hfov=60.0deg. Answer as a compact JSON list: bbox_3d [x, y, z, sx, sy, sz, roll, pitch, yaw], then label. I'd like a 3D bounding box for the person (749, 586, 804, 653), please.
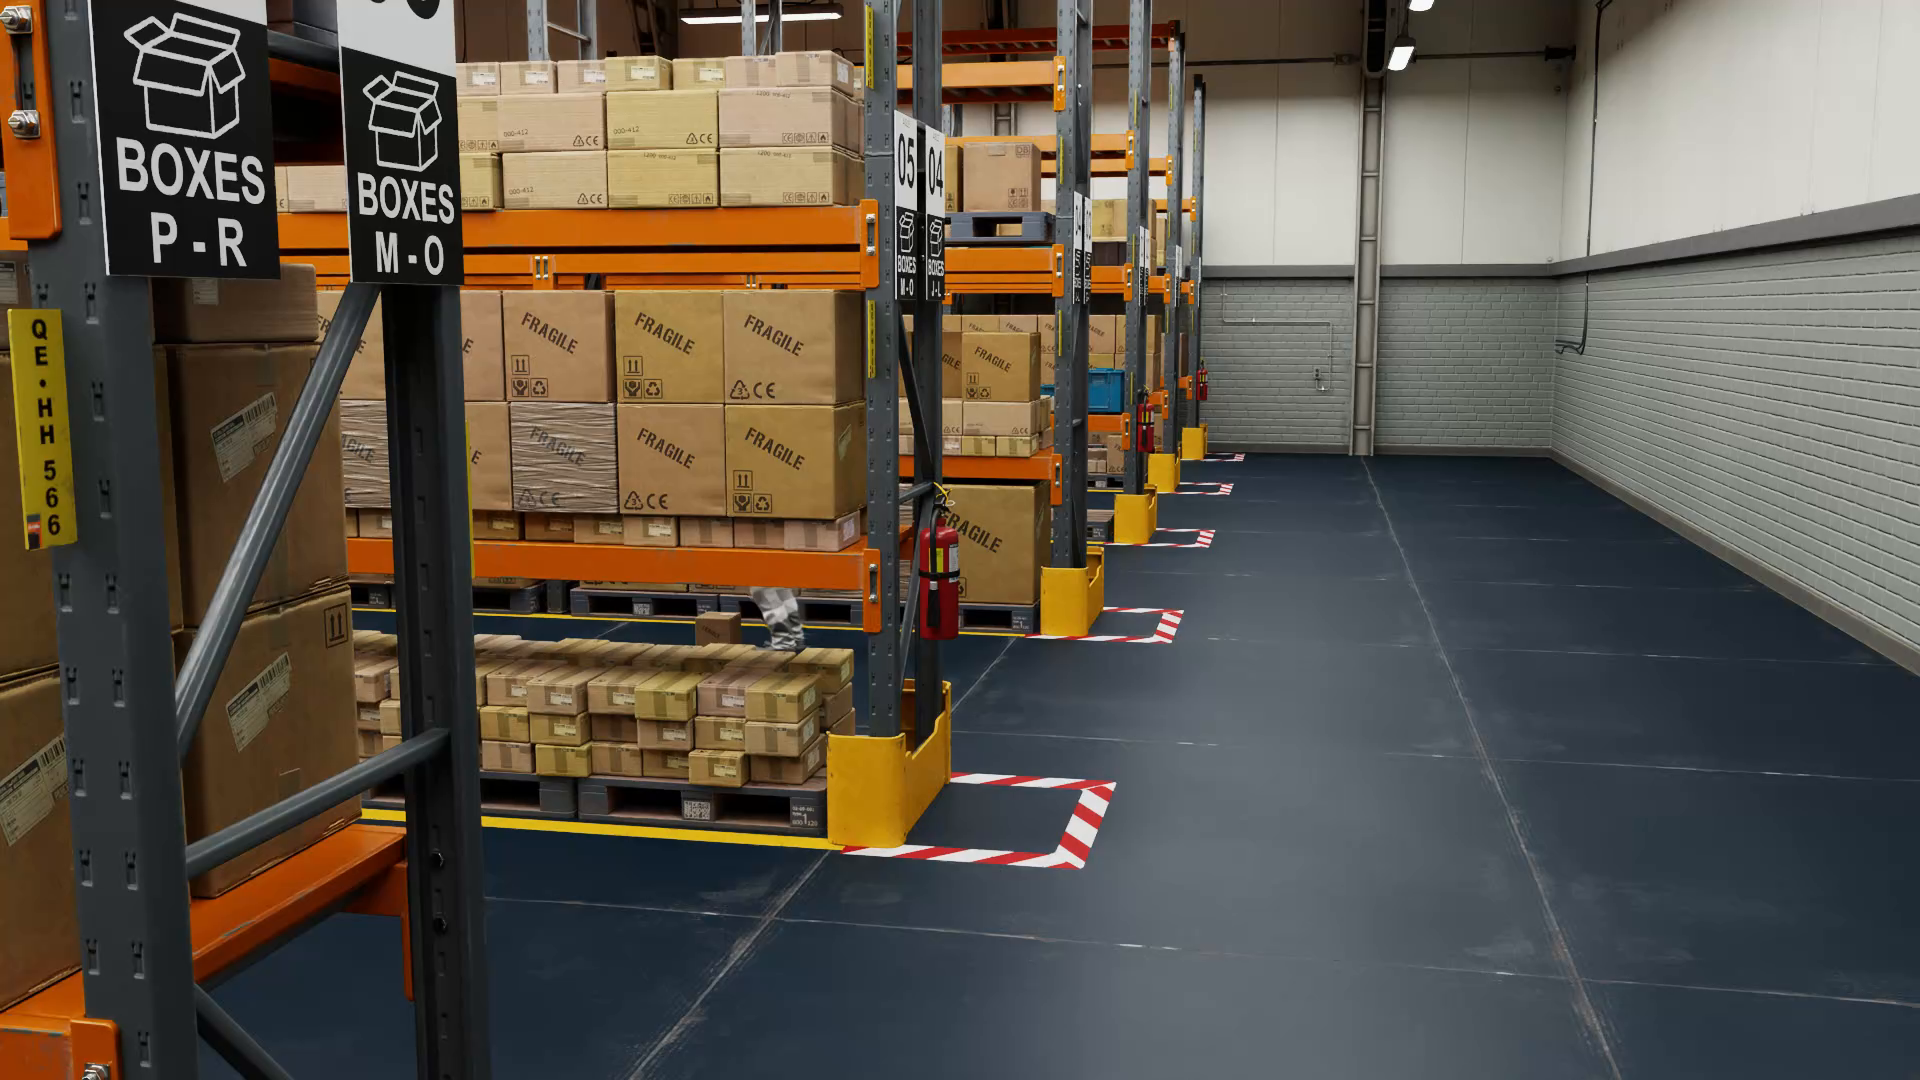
[{"bbox_3d":[-1.270,-0.049,11.421,0.516,1.699,0.554,2,8,13],"label":"person"}]
